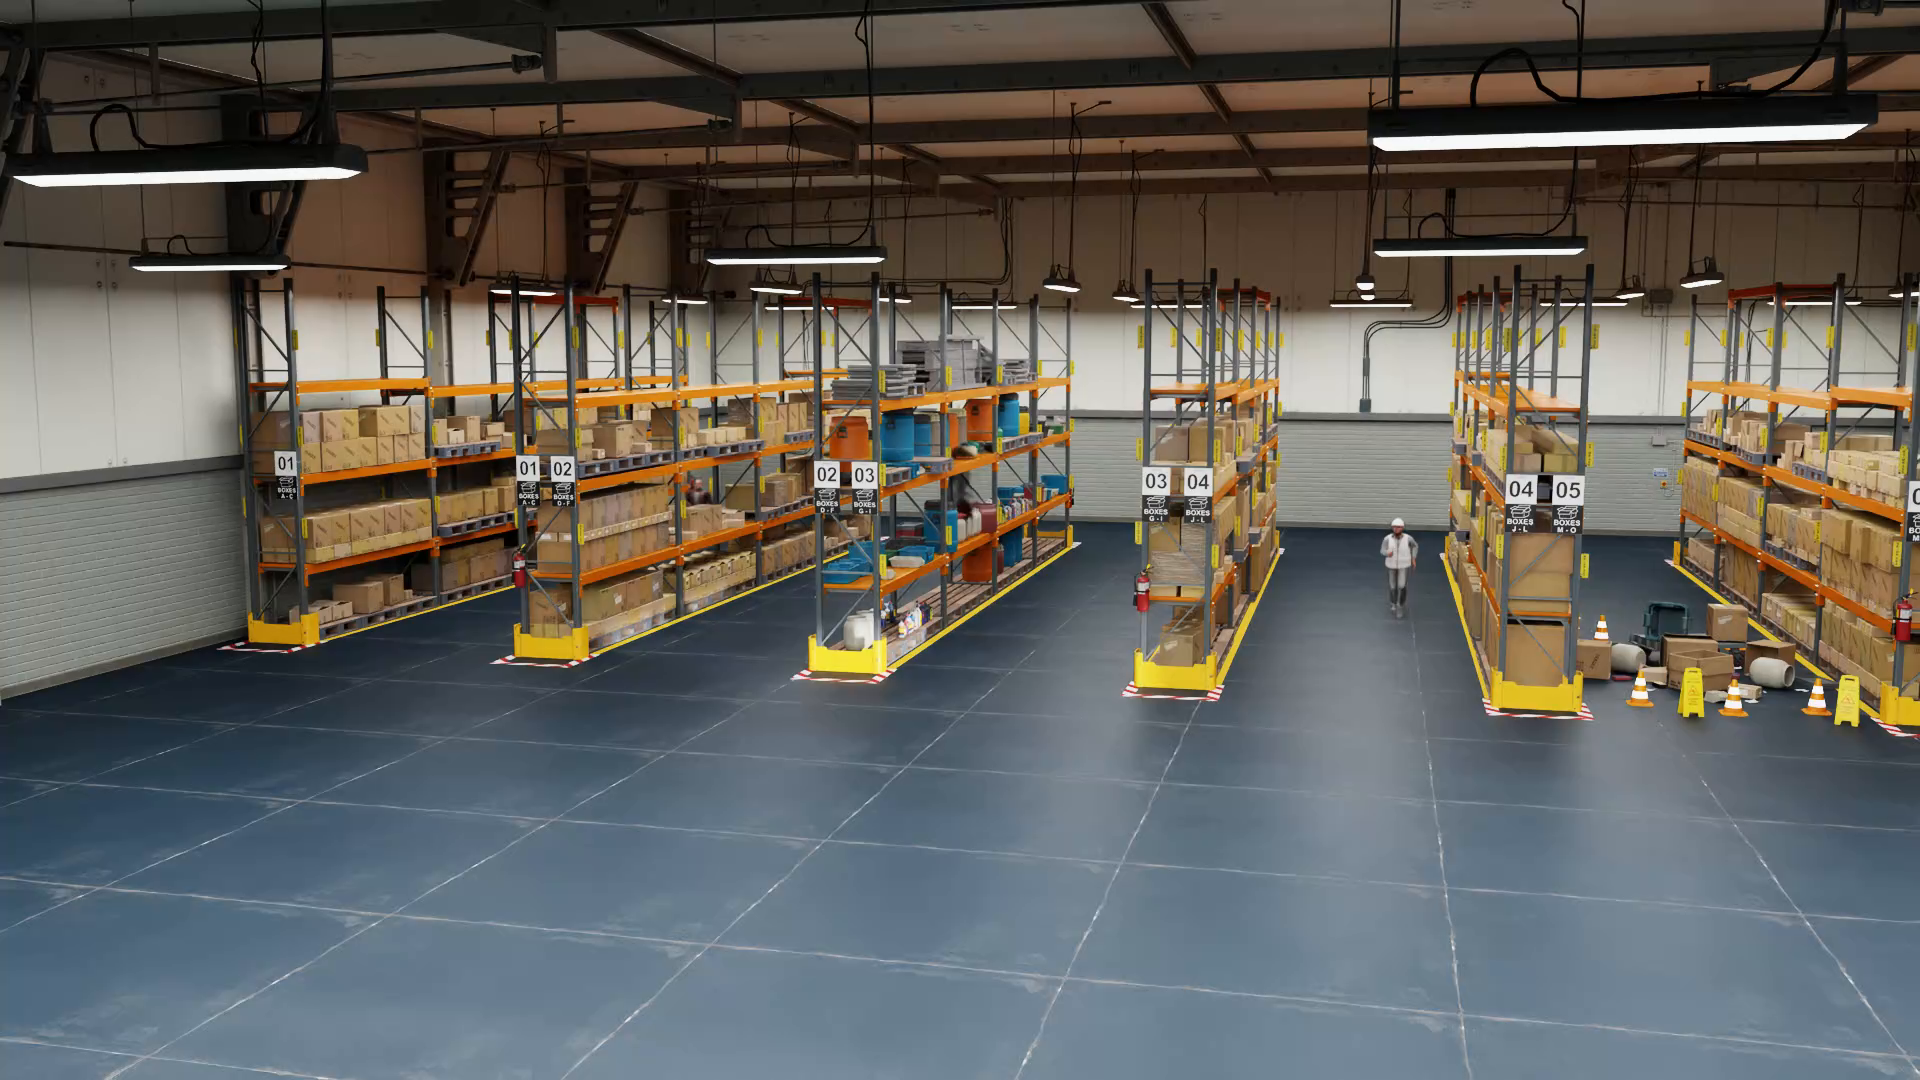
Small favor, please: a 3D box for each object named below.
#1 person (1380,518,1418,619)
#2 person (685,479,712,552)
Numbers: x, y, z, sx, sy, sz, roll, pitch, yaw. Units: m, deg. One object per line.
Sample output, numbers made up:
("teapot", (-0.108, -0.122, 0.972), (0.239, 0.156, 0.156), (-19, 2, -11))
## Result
("person", (7.944, 0.517, 30.163), (0.640, 1.826, 0.828), (3, 7, 20))
("person", (-6.195, -0.562, 39.132), (0.685, 1.738, 0.665), (1, 7, 7))
